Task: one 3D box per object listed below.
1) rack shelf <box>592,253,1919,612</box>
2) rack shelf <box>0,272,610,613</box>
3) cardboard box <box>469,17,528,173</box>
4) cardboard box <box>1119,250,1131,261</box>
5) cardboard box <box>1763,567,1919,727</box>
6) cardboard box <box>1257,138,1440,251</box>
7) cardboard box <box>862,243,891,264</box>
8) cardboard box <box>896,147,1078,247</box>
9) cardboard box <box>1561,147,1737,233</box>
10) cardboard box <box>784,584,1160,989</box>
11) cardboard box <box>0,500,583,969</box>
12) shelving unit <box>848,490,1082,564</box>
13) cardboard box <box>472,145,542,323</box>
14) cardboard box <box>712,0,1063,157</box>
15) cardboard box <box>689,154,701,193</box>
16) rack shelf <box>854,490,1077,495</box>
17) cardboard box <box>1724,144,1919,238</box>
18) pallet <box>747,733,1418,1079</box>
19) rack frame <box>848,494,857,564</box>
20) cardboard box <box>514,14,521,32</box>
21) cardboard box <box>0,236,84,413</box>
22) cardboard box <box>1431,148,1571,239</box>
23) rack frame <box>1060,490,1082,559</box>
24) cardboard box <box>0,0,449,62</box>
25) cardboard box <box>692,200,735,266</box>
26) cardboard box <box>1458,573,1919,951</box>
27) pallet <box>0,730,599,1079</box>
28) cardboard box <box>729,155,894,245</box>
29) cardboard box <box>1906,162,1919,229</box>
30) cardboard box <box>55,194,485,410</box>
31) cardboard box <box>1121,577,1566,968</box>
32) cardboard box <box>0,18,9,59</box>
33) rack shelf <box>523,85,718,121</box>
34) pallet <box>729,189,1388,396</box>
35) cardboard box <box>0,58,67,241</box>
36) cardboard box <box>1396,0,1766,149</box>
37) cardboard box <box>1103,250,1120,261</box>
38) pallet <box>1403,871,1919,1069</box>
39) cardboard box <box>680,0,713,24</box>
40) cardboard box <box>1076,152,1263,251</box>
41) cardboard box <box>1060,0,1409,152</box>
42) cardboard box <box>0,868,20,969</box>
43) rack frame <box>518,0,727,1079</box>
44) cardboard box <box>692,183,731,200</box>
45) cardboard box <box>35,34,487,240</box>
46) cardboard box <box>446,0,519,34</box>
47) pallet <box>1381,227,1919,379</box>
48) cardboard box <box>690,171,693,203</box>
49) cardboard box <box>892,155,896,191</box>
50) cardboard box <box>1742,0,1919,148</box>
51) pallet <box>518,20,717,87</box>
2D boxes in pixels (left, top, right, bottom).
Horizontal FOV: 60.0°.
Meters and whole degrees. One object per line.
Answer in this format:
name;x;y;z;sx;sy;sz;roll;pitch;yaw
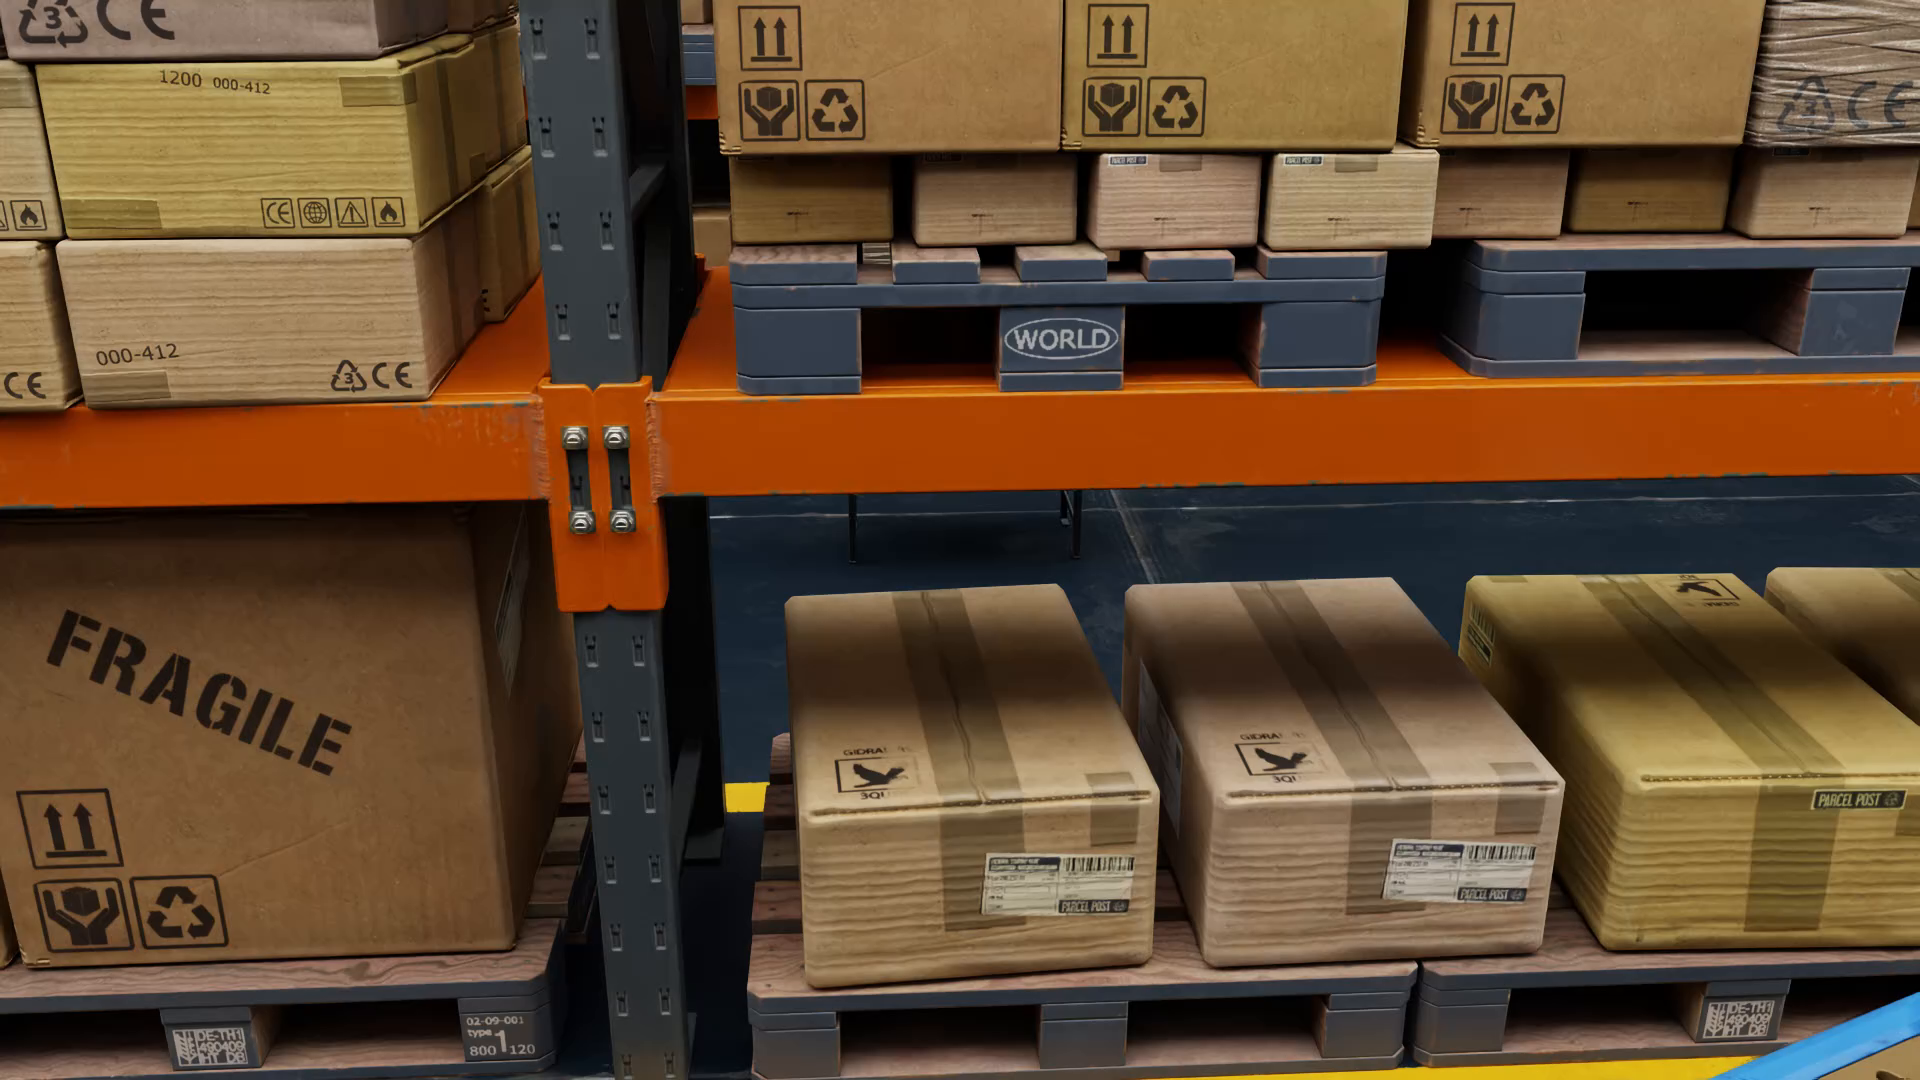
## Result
rack shelf;1.412;-0.282;3.157;4.000;0.370;1.077;-1;21;-3
rack shelf;-2.581;-0.201;2.944;4.000;0.370;1.077;-1;21;-3
cardboard box;-1.104;-0.819;3.064;0.500;0.250;0.500;-1;21;-3
cardboard box;1.076;-1.465;8.000;0.625;0.625;0.875;-2;21;-5
cardboard box;2.168;0.400;3.457;0.625;0.372;0.950;0;21;0
cardboard box;0.587;-0.578;2.687;0.250;0.149;0.380;-1;21;-3
cardboard box;-0.248;-1.435;7.922;0.625;0.625;0.875;-1;21;-1
cardboard box;0.035;-0.591;2.720;0.250;0.149;0.380;-2;21;-6
cardboard box;1.103;-0.631;2.824;0.250;0.149;0.380;0;21;-1
cardboard box;-0.020;0.446;3.336;0.625;0.372;0.950;-3;21;-7
cardboard box;-1.279;0.204;3.266;0.875;0.875;0.875;-1;21;-4
shelving unit;0.007;-0.701;5.354;0.755;1.500;0.431;-1;21;-3
cardboard box;-1.087;-0.587;3.158;0.500;0.250;0.500;-2;21;-4
cardboard box;-0.122;-0.887;2.585;0.500;0.500;0.500;-2;21;-5
cardboard box;-1.410;-1.772;8.071;0.250;0.149;0.380;0;21;0
rack shelf;0.007;-0.396;5.470;0.720;0.370;0.431;-1;21;-3
cardboard box;1.367;-0.613;2.777;0.250;0.149;0.380;-1;21;-1
pallet;0.196;0.710;3.459;1.213;0.211;1.003;-1;21;-3
rack frame;-0.359;-0.694;5.335;0.023;1.500;0.400;-1;21;-3
cardboard box;-1.906;-2.331;7.147;0.500;0.250;0.500;-2;21;-6
cardboard box;-1.583;-0.389;2.638;0.500;0.250;0.500;-1;21;-2
cardboard box;0.823;-0.611;2.773;0.250;0.149;0.380;0;21;0
rack frame;0.372;-0.708;5.374;0.023;1.500;0.400;-1;21;-3
cardboard box;-1.086;-0.988;2.455;0.500;0.500;0.500;-2;21;-5
cardboard box;-1.281;-1.284;7.700;0.500;0.500;0.500;-1;21;-1
cardboard box;1.474;0.415;3.418;0.625;0.372;0.950;0;21;-1
pallet;-1.376;0.715;3.447;1.213;0.211;1.003;-1;21;-3
cardboard box;-0.249;-0.597;2.736;0.250;0.149;0.380;-2;21;-6
cardboard box;1.623;-0.645;2.862;0.250;0.149;0.380;-2;21;-5
cardboard box;-1.074;-0.405;2.680;0.500;0.250;0.500;-2;21;-5
cardboard box;0.717;0.428;3.383;0.625;0.372;0.950;-2;21;-4
cardboard box;-1.597;-0.975;2.420;0.500;0.500;0.500;-1;21;-2
rack shelf;-2.868;-1.964;7.575;4.000;0.370;1.077;-1;21;-3
pallet;0.121;-0.540;3.094;1.003;0.211;1.213;-1;21;-3
cardboard box;-1.565;-0.629;2.566;0.500;0.250;0.500;-2;21;-4
cardboard box;0.928;-0.913;2.654;0.500;0.500;0.500;-1;21;-2
cardboard box;0.404;-1.451;7.964;0.625;0.625;0.875;0;21;-1
pallet;1.411;0.686;3.521;1.213;0.211;1.003;-1;21;-3
cardboard box;-1.394;-2.629;7.579;0.500;0.500;0.500;0;21;-1
cardboard box;0.311;-0.580;2.692;0.250;0.149;0.380;-3;21;-7
cardboard box;0.398;-0.900;2.620;0.500;0.500;0.500;0;21;0
cardboard box;-2.169;0.220;3.223;0.875;0.875;0.875;-1;21;-2
rack frame;-0.584;-0.578;2.922;0.127;3.000;1.000;-1;21;-3
cardboard box;-1.308;-1.460;8.163;0.500;0.500;0.500;0;21;-1
cardboard box;-1.053;-0.641;2.597;0.500;0.250;0.500;-1;21;-3
cardboard box;-1.091;-1.169;2.929;0.500;0.500;0.500;-2;21;-5
pallet;1.390;-0.543;3.100;1.213;0.211;1.003;-1;21;-3
cardboard box;-1.350;-1.572;7.546;0.250;0.149;0.380;-2;21;-6
cardboard box;-0.007;-0.778;3.211;0.250;0.149;0.380;-1;21;-2
cardboard box;1.428;-0.920;2.673;0.500;0.500;0.500;-2;21;-5
pallet;-1.544;-2.212;7.486;1.003;0.211;1.213;-1;21;-3
